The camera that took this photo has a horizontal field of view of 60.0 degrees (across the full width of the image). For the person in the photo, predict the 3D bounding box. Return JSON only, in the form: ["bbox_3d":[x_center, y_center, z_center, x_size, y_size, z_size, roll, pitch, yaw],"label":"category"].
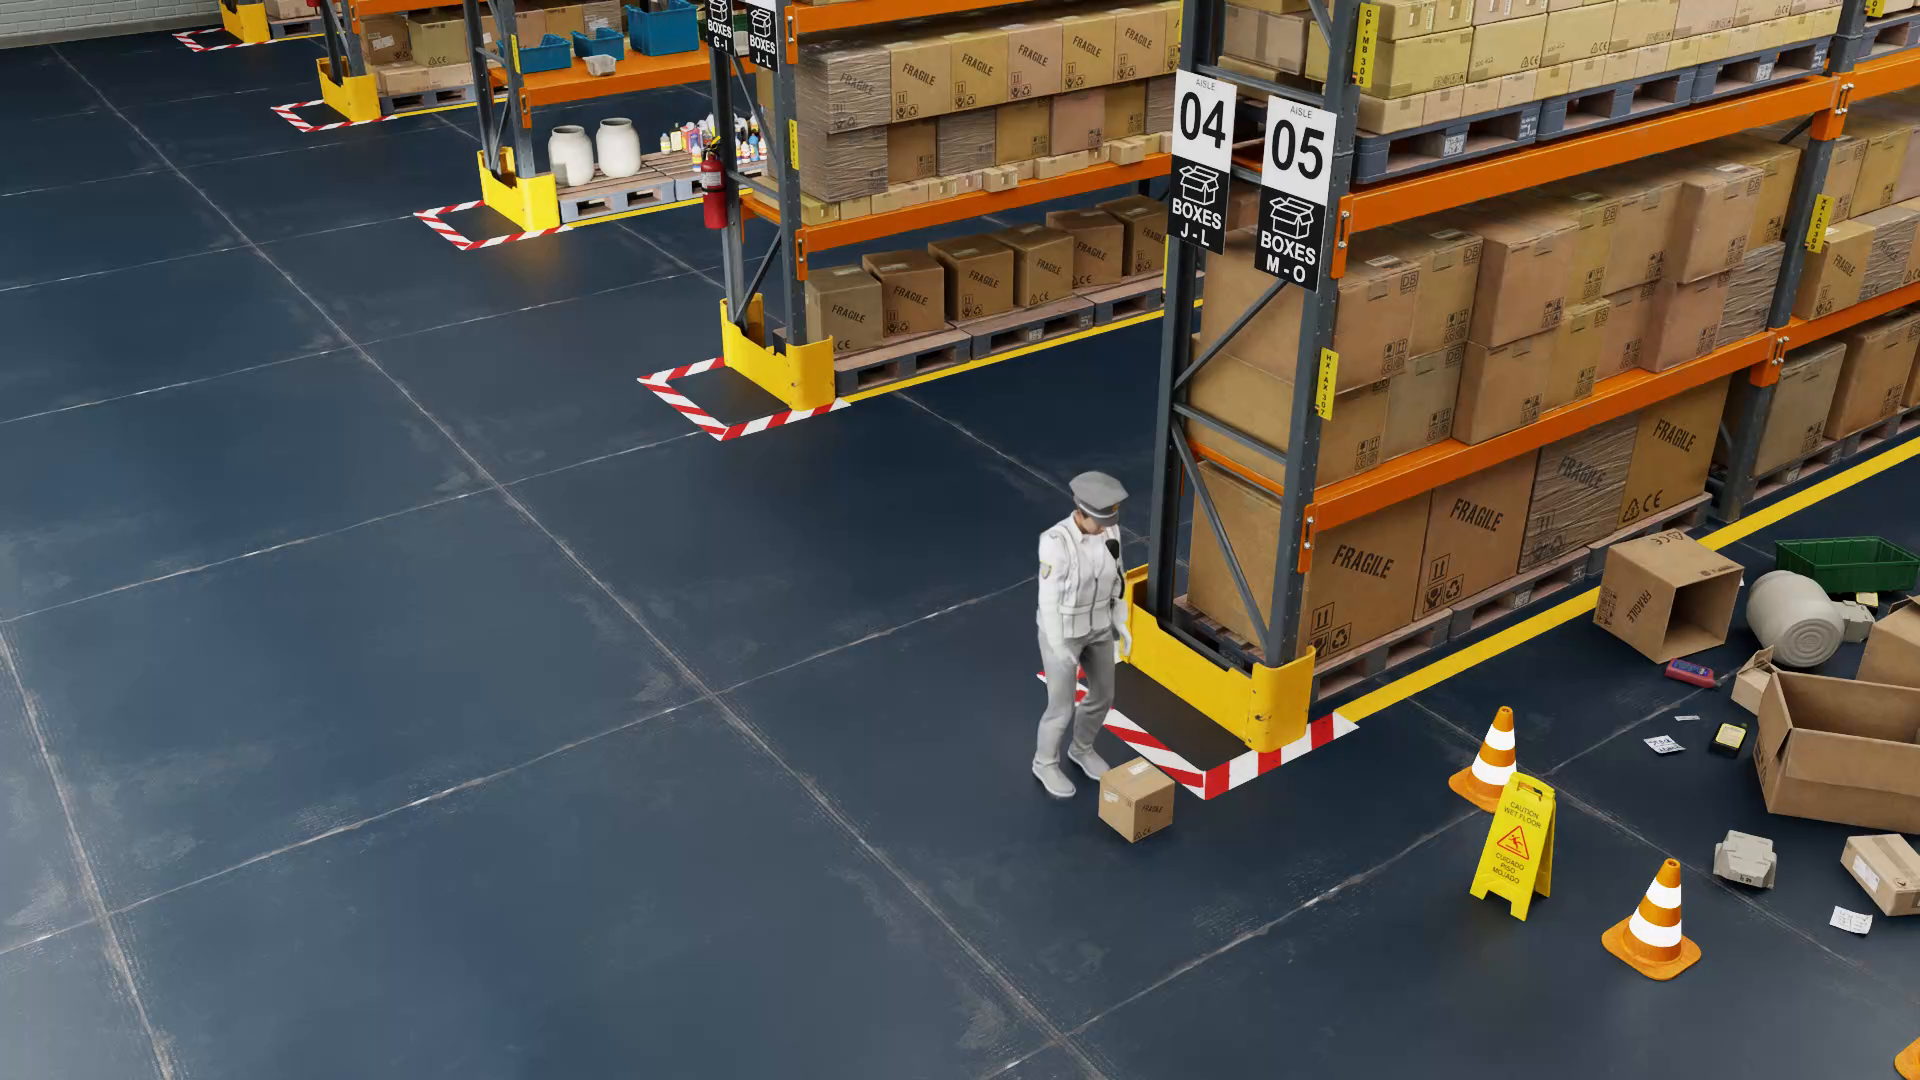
[{"bbox_3d":[0.582,0.437,7.852,0.485,1.651,0.382,-18,34,-29],"label":"person"}]
